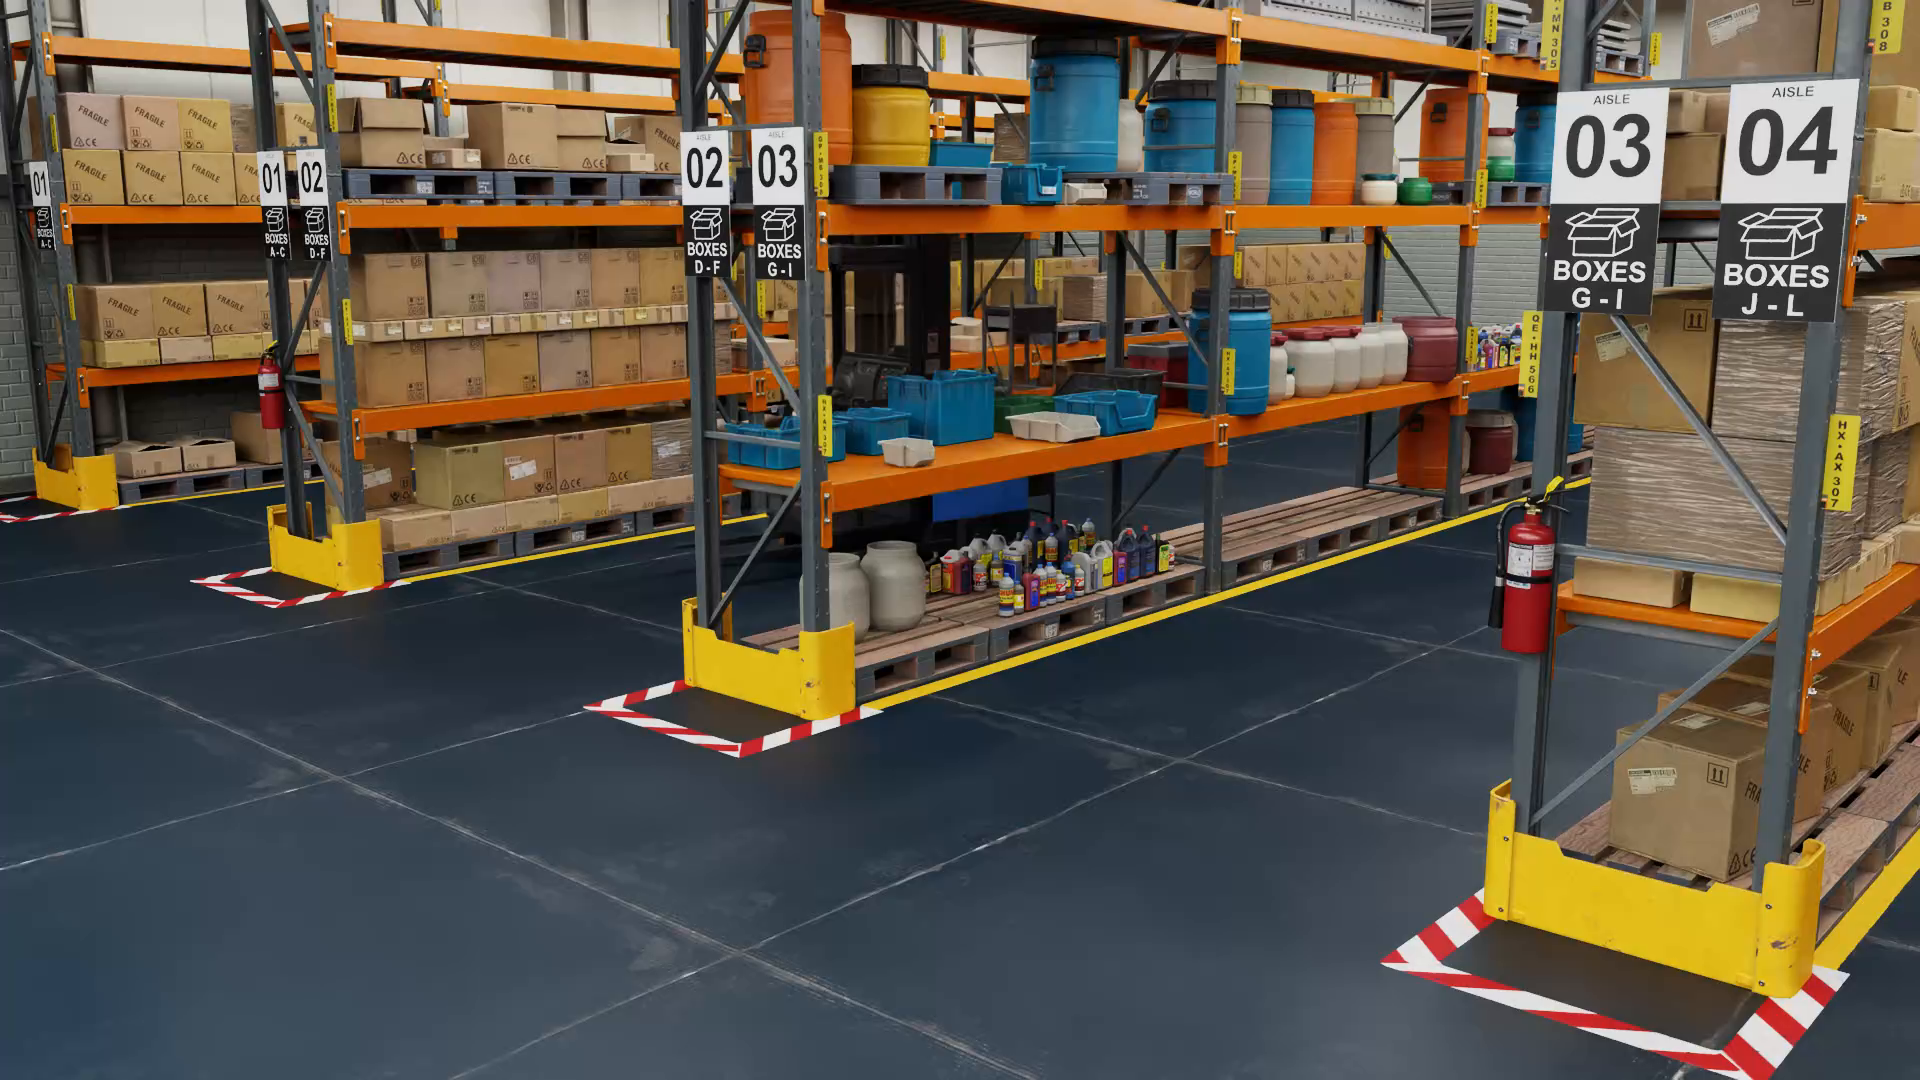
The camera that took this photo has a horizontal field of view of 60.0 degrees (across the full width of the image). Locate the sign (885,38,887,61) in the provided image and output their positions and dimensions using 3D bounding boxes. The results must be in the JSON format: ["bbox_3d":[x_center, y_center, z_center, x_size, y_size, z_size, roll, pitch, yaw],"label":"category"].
[{"bbox_3d":[-1.055,-7.149,24.239,0.100,0.325,0.005,10,15,40],"label":"sign"}]

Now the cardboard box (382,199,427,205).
[{"bbox_3d":[-6.084,-3.842,17.824,0.500,0.500,0.500,10,15,42],"label":"cardboard box"}]

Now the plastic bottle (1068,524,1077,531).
[{"bbox_3d":[0.775,0.023,12.267,0.152,0.276,0.135,10,15,42],"label":"plastic bottle"}]

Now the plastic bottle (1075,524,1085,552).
[{"bbox_3d":[0.855,0.033,12.198,0.061,0.283,0.133,10,15,40],"label":"plastic bottle"}]

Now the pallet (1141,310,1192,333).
[{"bbox_3d":[2.460,-2.758,20.853,1.003,0.211,1.213,10,15,40],"label":"pallet"}]

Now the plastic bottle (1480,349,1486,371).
[{"bbox_3d":[4.837,-1.679,15.465,0.097,0.201,0.097,0,11,0],"label":"plastic bottle"}]

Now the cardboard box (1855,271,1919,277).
[{"bbox_3d":[4.740,-1.149,8.740,0.500,0.500,0.500,10,15,40],"label":"cardboard box"}]

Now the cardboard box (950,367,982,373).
[{"bbox_3d":[-0.083,-2.673,25.245,0.700,0.500,0.500,10,15,41],"label":"cardboard box"}]

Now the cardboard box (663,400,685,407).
[{"bbox_3d":[-3.730,-1.885,21.248,0.700,0.500,0.500,10,15,41],"label":"cardboard box"}]

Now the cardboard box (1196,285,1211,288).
[{"bbox_3d":[3.207,-3.112,21.877,0.500,0.500,0.500,10,15,41],"label":"cardboard box"}]

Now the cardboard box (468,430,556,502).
[{"bbox_3d":[-3.682,-0.615,13.665,0.500,0.500,0.500,10,15,40],"label":"cardboard box"}]

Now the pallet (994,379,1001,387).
[{"bbox_3d":[-0.093,-2.330,25.339,1.003,0.211,1.213,10,15,40],"label":"pallet"}]

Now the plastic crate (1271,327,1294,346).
[{"bbox_3d":[2.851,-1.560,14.198,0.402,0.464,0.583,10,15,40],"label":"plastic crate"}]

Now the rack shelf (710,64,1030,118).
[{"bbox_3d":[-0.891,-4.466,16.455,1.077,0.370,4.000,10,15,40],"label":"rack shelf"}]

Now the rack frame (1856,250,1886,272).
[{"bbox_3d":[5.228,-0.498,9.044,1.000,3.000,0.127,10,15,40],"label":"rack frame"}]

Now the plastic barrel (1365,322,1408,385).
[{"bbox_3d":[3.629,-1.602,14.290,0.421,0.512,0.421,0,11,0],"label":"plastic barrel"}]

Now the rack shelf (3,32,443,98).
[{"bbox_3d":[-7.255,-4.712,16.673,1.077,0.370,4.000,10,15,40],"label":"rack shelf"}]

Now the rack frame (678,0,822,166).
[{"bbox_3d":[-1.133,-3.491,8.716,1.000,3.000,0.127,10,15,40],"label":"rack frame"}]

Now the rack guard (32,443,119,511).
[{"bbox_3d":[-8.525,-0.616,16.018,1.175,0.500,0.348,10,15,40],"label":"rack guard"}]

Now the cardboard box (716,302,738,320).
[{"bbox_3d":[-2.230,-2.078,15.047,0.380,0.149,0.250,10,15,40],"label":"cardboard box"}]

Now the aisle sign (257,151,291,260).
[{"bbox_3d":[-5.116,-2.494,12.400,0.394,0.787,0.004,10,15,40],"label":"aisle sign"}]

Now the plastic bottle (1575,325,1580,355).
[{"bbox_3d":[6.305,-2.086,17.123,0.144,0.351,0.185,10,15,40],"label":"plastic bottle"}]

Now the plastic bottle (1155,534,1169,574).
[{"bbox_3d":[1.437,0.092,11.905,0.061,0.283,0.133,11,16,43],"label":"plastic bottle"}]

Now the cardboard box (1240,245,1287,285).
[{"bbox_3d":[3.932,-3.604,21.790,0.500,0.500,0.500,9,15,39],"label":"cardboard box"}]

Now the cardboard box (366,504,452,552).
[{"bbox_3d":[-4.331,-0.098,12.992,0.500,0.250,0.500,10,15,40],"label":"cardboard box"}]

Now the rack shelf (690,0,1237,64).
[{"bbox_3d":[0.187,-3.237,10.299,1.077,0.370,4.000,10,15,40],"label":"rack shelf"}]

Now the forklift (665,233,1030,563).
[{"bbox_3d":[-0.883,-1.300,13.235,3.031,2.935,1.130,-9,14,-37],"label":"forklift"}]

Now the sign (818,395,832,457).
[{"bbox_3d":[-0.723,-0.613,8.918,0.100,0.325,0.005,10,15,40],"label":"sign"}]

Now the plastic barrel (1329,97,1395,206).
[{"bbox_3d":[3.442,-3.351,14.390,0.600,0.901,0.600,0,11,0],"label":"plastic barrel"}]

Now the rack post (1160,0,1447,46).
[{"bbox_3d":[2.742,-4.479,13.149,1.013,1.000,3.121,10,15,40],"label":"rack post"}]

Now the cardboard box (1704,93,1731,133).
[{"bbox_3d":[2.796,-1.606,6.302,0.380,0.149,0.250,9,14,39],"label":"cardboard box"}]

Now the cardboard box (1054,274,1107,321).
[{"bbox_3d":[1.507,-2.840,19.442,0.500,0.500,0.700,-9,14,-37],"label":"cardboard box"}]

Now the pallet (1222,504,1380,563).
[{"bbox_3d":[2.801,-0.071,14.030,1.003,0.211,1.213,10,15,40],"label":"pallet"}]

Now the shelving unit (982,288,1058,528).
[{"bbox_3d":[0.511,-1.107,14.393,0.503,2.100,0.431,-9,14,-37],"label":"shelving unit"}]

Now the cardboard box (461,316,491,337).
[{"bbox_3d":[-3.925,-1.700,13.153,0.380,0.149,0.250,9,15,39],"label":"cardboard box"}]

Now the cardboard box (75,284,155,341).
[{"bbox_3d":[-8.034,-2.166,15.813,0.500,0.500,0.500,10,15,40],"label":"cardboard box"}]

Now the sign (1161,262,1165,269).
[{"bbox_3d":[2.657,-3.450,21.613,0.100,0.325,0.005,10,15,40],"label":"sign"}]

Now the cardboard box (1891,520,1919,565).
[{"bbox_3d":[4.017,-0.005,7.220,0.380,0.149,0.250,10,15,40],"label":"cardboard box"}]

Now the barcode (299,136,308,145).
[{"bbox_3d":[-5.015,-3.053,12.697,0.001,0.075,0.075,10,15,40],"label":"barcode"}]

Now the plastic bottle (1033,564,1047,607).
[{"bbox_3d":[0.524,0.296,10.914,0.097,0.271,0.097,0,11,0],"label":"plastic bottle"}]

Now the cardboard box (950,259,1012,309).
[{"bbox_3d":[0.202,-3.927,25.450,0.980,0.700,0.700,9,15,39],"label":"cardboard box"}]

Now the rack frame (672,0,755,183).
[{"bbox_3d":[-2.211,-4.721,14.872,1.000,3.000,0.127,10,15,40],"label":"rack frame"}]

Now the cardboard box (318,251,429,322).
[{"bbox_3d":[-4.499,-1.950,12.751,0.700,0.500,0.500,10,15,41],"label":"cardboard box"}]

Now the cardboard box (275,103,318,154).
[{"bbox_3d":[-6.753,-4.170,16.913,0.500,0.500,0.500,9,14,38],"label":"cardboard box"}]

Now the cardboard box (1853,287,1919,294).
[{"bbox_3d":[3.819,-0.786,6.923,0.500,0.500,0.500,10,15,40],"label":"cardboard box"}]

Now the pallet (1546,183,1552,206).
[{"bbox_3d":[5.597,-3.398,16.390,1.003,0.211,1.213,10,15,40],"label":"pallet"}]

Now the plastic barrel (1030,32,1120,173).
[{"bbox_3d":[0.770,-2.928,11.203,0.600,0.901,0.708,10,15,40],"label":"plastic barrel"}]

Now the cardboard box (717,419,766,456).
[{"bbox_3d":[-2.159,-1.008,16.117,0.500,0.311,0.500,10,15,40],"label":"cardboard box"}]
